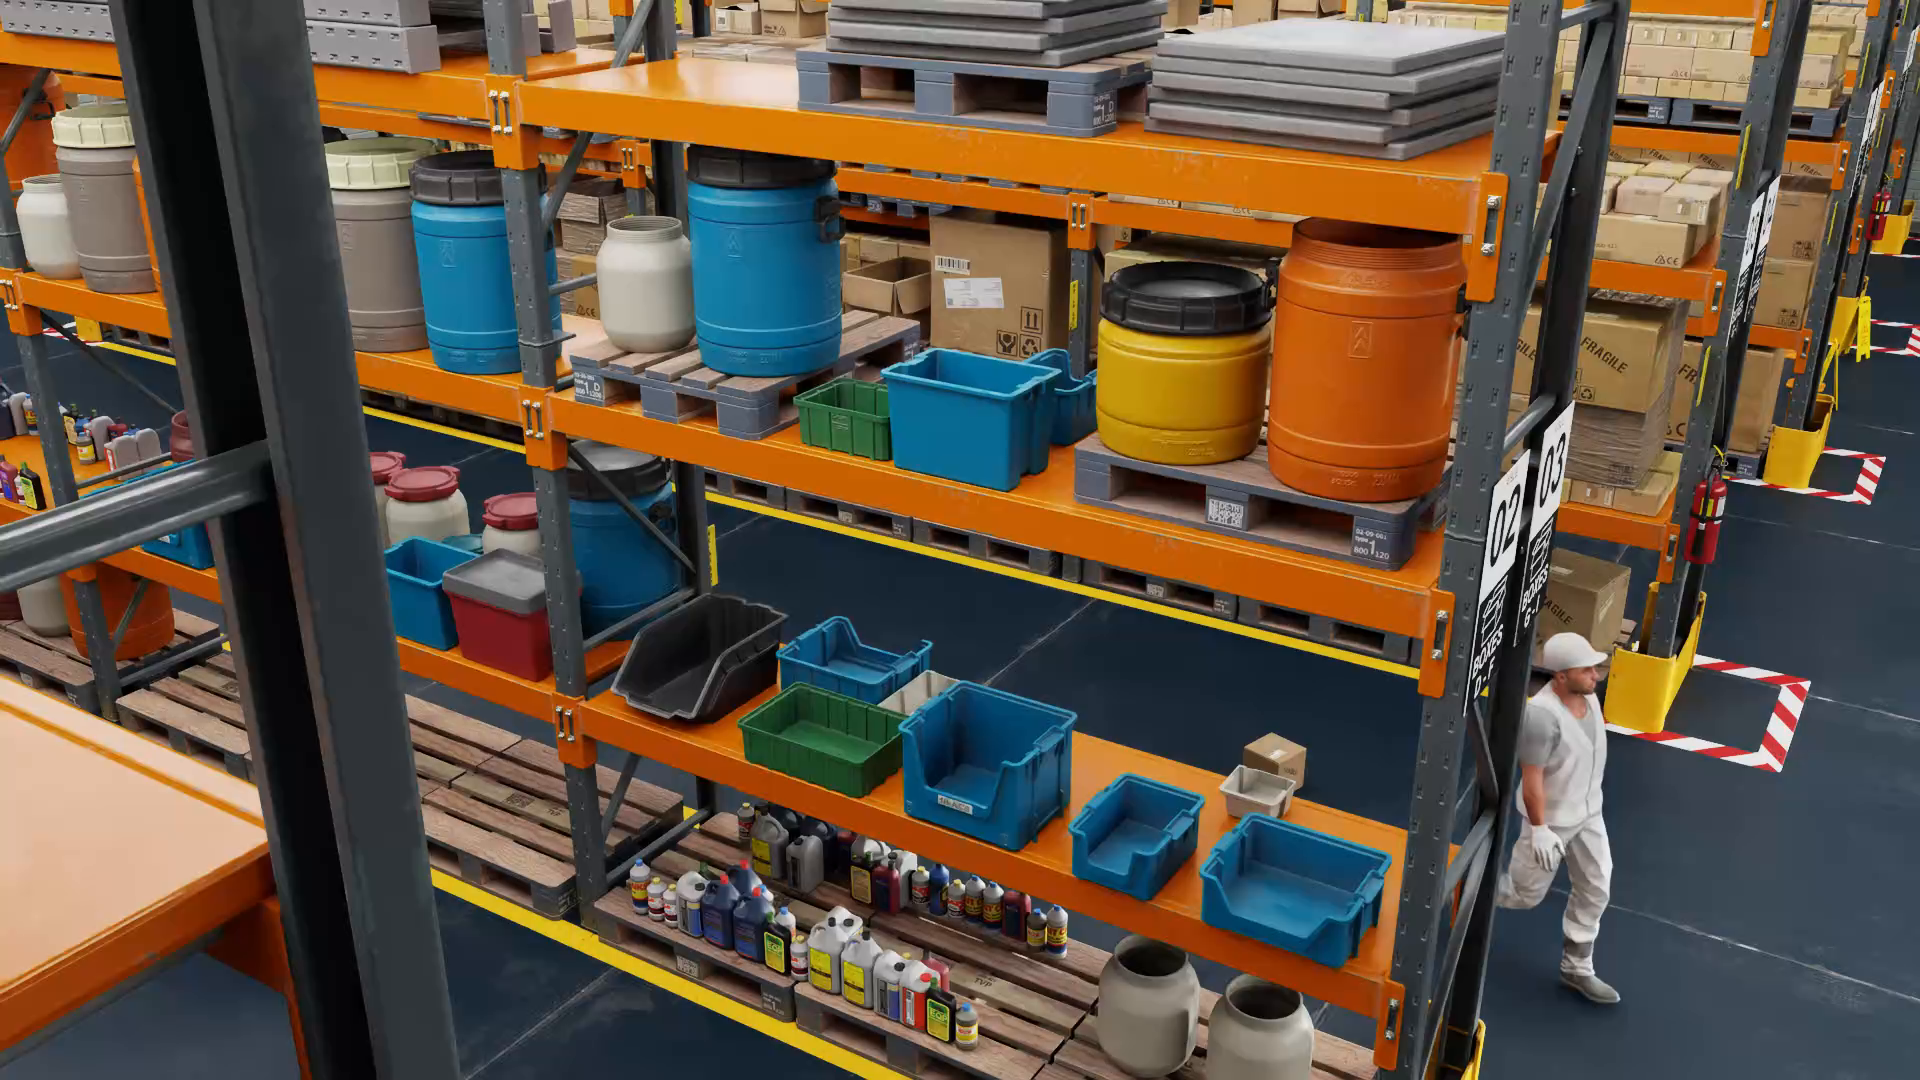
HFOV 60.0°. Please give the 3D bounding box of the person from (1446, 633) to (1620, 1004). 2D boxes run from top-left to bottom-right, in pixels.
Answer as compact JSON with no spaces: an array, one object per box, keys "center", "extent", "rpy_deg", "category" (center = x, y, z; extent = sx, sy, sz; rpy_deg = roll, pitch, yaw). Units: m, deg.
[{"center":[2.704,1.233,7.620],"extent":[0.533,1.758,0.903],"rpy_deg":[-15,27,-32],"category":"person"}]
